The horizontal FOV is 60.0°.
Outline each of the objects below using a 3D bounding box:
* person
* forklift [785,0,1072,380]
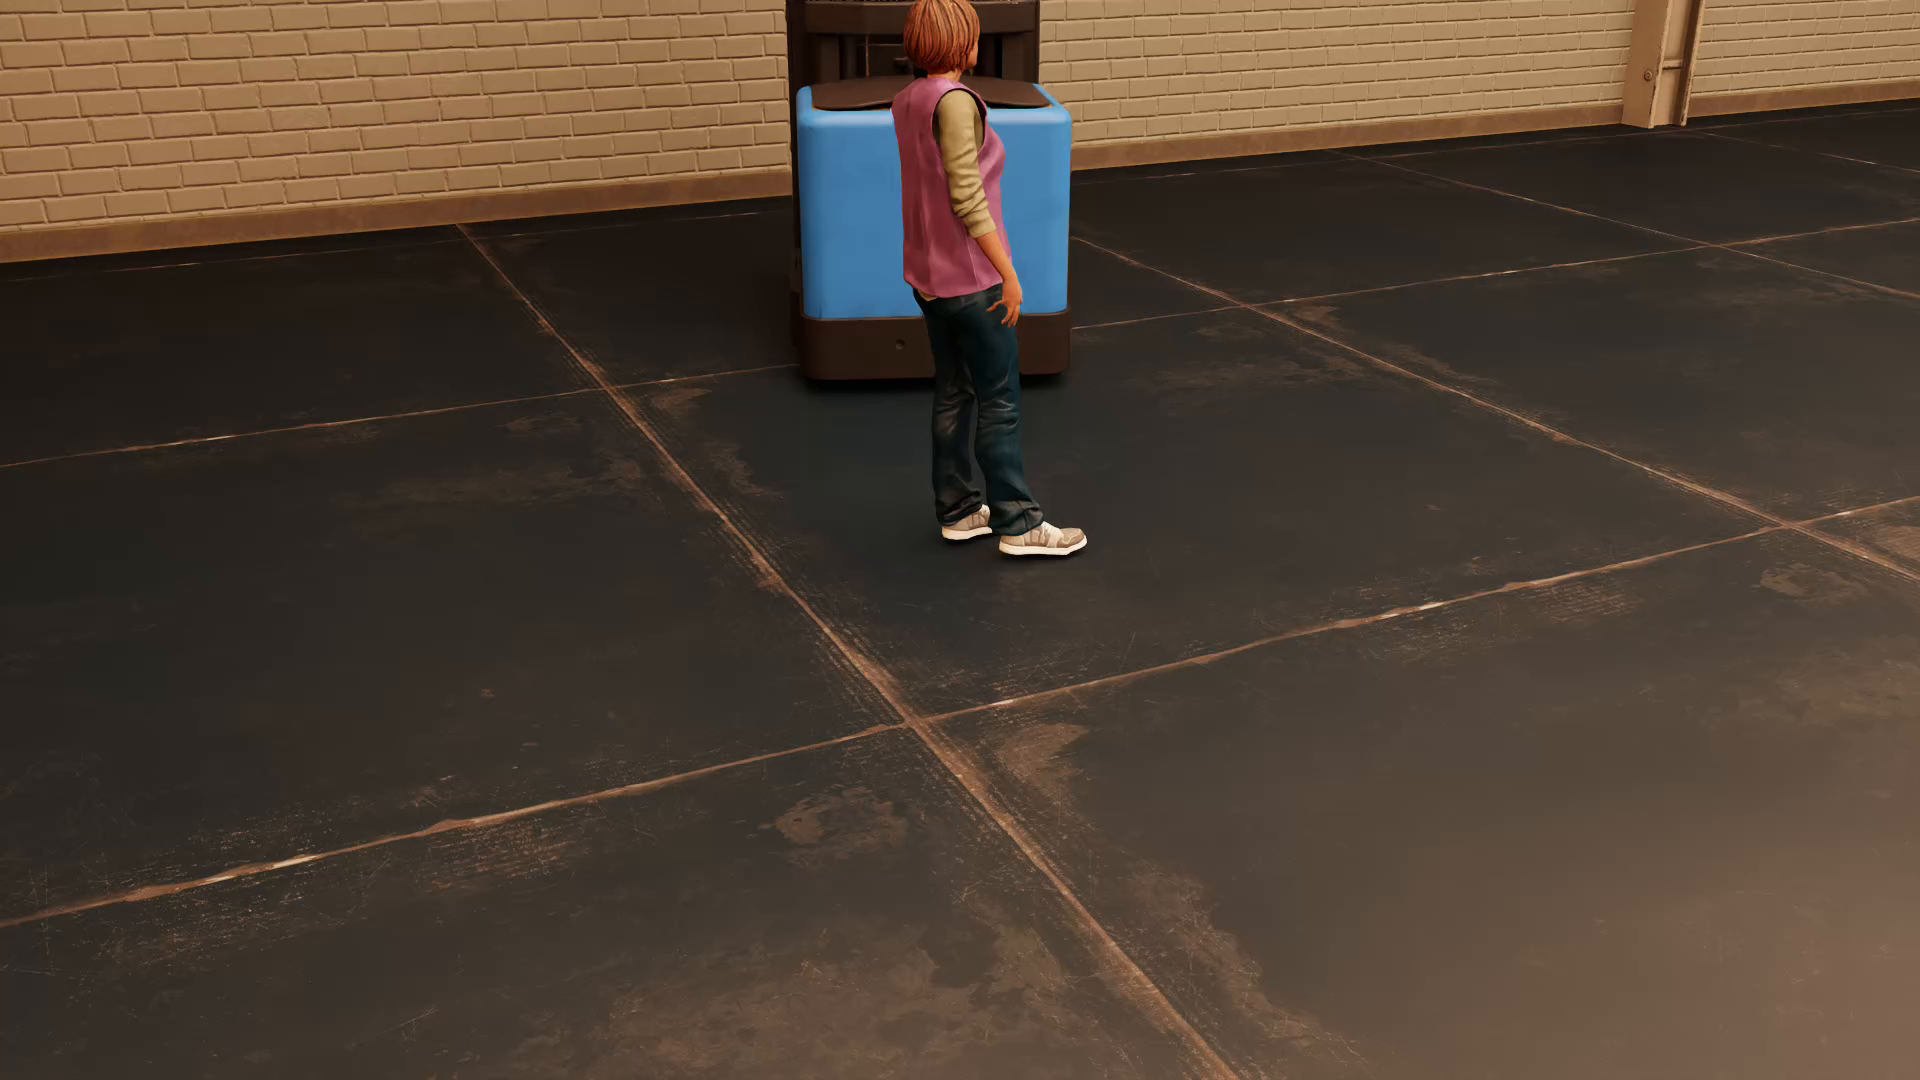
[{"bbox_3d":[0.074,-0.748,4.817,0.473,1.592,0.521,-10,25,-23],"label":"person"},{"bbox_3d":[-0.226,-2.494,7.290,1.130,2.935,3.031,-2,23,-5],"label":"forklift"}]
